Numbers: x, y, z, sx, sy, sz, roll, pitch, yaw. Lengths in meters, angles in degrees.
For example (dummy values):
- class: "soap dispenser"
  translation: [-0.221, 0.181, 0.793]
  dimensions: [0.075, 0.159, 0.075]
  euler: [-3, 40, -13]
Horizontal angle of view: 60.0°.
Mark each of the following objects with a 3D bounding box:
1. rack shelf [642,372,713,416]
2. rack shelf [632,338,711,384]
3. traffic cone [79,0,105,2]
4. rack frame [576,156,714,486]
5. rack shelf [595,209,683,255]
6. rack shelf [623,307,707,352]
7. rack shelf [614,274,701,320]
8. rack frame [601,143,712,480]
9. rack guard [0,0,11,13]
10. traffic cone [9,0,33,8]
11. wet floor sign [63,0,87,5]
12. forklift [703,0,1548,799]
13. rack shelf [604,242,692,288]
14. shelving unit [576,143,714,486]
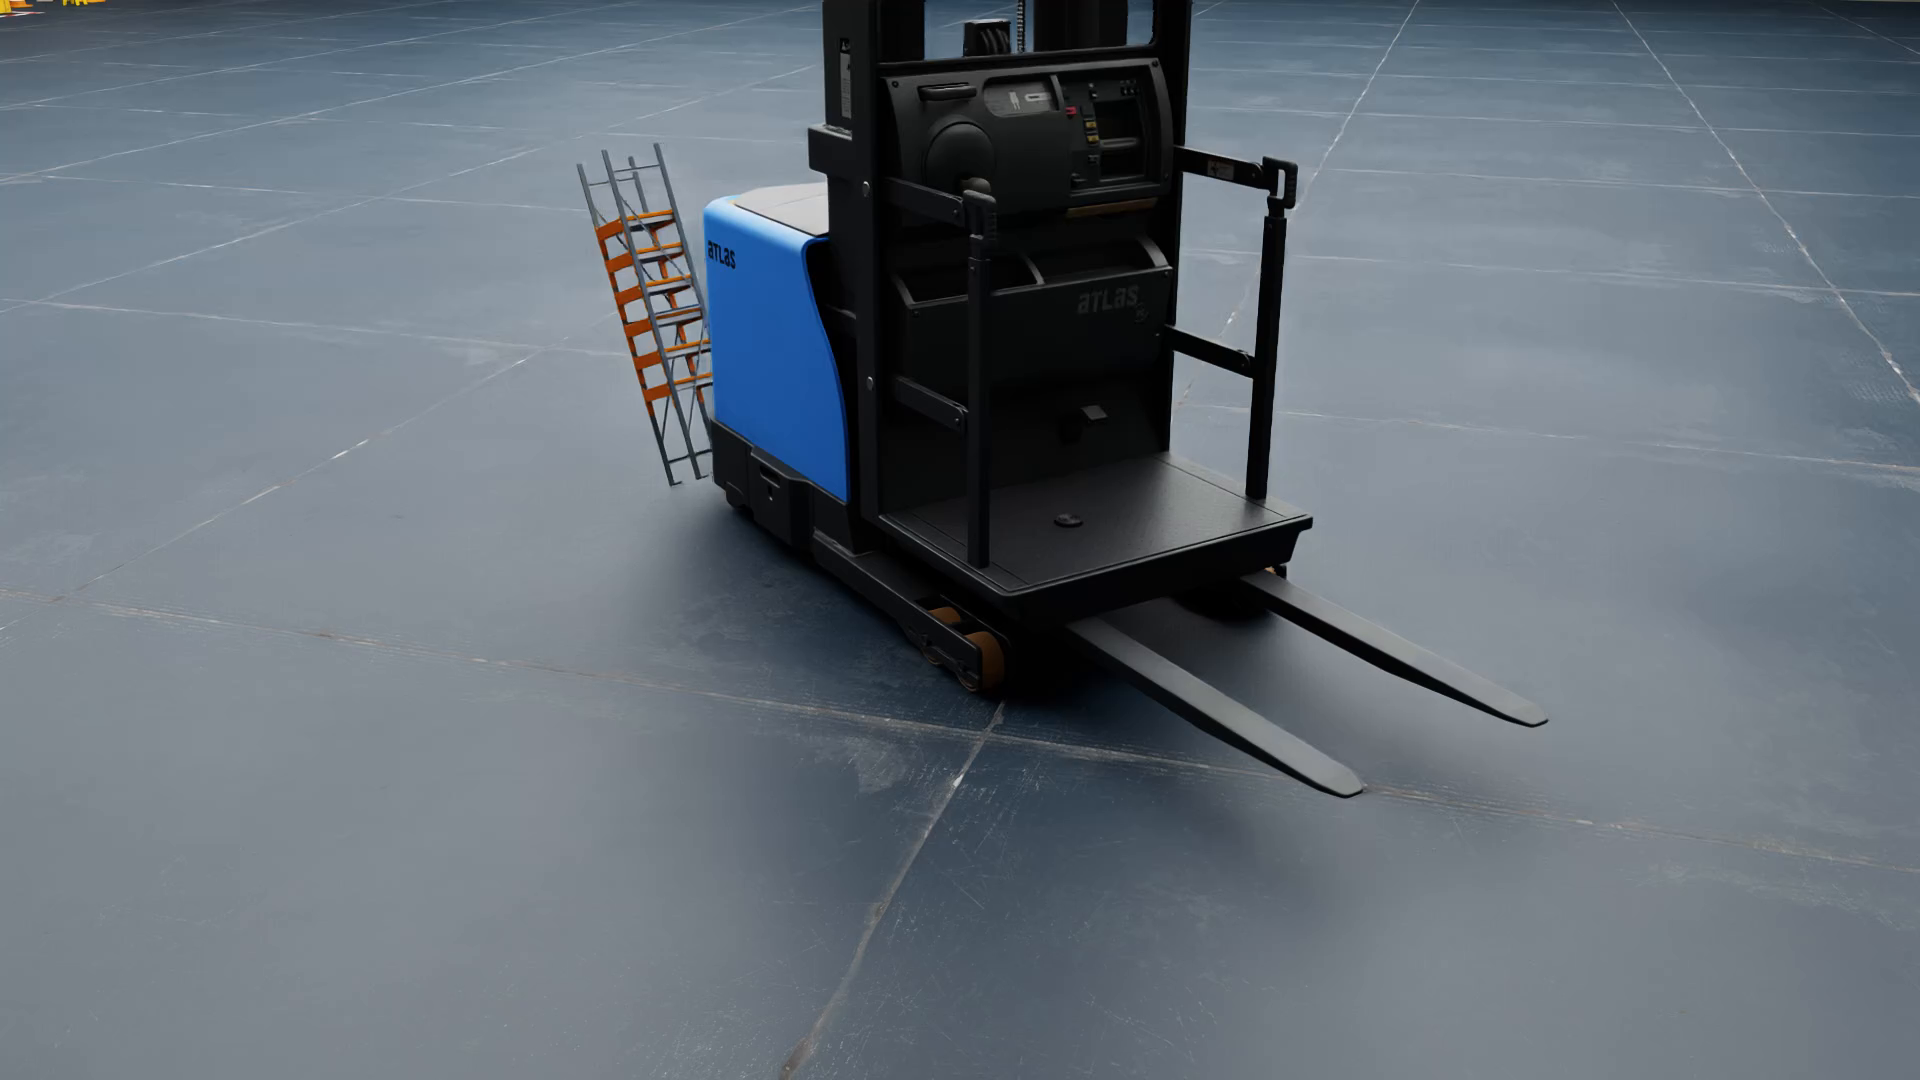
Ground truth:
- class: "rack shelf"
  translation: [-1.000, -0.541, 6.072]
  dimensions: [0.258, 0.103, 0.180]
  euler: [-21, 8, -41]
- class: "rack shelf"
  translation: [-1.032, -0.657, 6.059]
  dimensions: [0.258, 0.103, 0.180]
  euler: [-21, 8, -41]
- class: "traffic cone"
  translation: [-13.951, -8.860, 26.611]
  dimensions: [0.334, 0.463, 0.336]
  euler: [7, 23, 16]
- class: "rack frame"
  translation: [-1.134, -0.806, 6.110]
  dimensions: [0.240, 1.200, 0.006]
  euler: [-21, 8, -41]
- class: "rack shelf"
  translation: [-1.157, -1.117, 6.008]
  dimensions: [0.258, 0.103, 0.180]
  euler: [-21, 8, -41]
- class: "rack shelf"
  translation: [-1.063, -0.772, 6.046]
  dimensions: [0.258, 0.103, 0.180]
  euler: [-21, 8, -41]
- class: "rack shelf"
  translation: [-1.094, -0.887, 6.033]
  dimensions: [0.258, 0.103, 0.180]
  euler: [-21, 8, -41]
- class: "rack frame"
  translation: [-1.015, -0.823, 5.973]
  dimensions: [0.240, 1.200, 0.006]
  euler: [-21, 8, -41]
- class: "rack guard"
  translation: [-14.482, -7.927, 24.288]
  dimensions: [0.348, 0.500, 1.175]
  euler: [7, 23, 16]
- class: "traffic cone"
  translation: [-14.603, -8.487, 25.701]
  dimensions: [0.334, 0.463, 0.336]
  euler: [7, 23, 16]
- class: "wet floor sign"
  translation: [-13.905, -8.713, 26.013]
  dimensions: [0.232, 0.644, 0.267]
  euler: [3, 22, 6]
- class: "forklift"
  translation: [0.327, -1.139, 4.535]
  dimensions: [1.130, 2.935, 3.031]
  euler: [-13, 26, -29]
- class: "rack shelf"
  translation: [-1.126, -1.002, 6.021]
  dimensions: [0.258, 0.103, 0.180]
  euler: [-21, 8, -41]
- class: "shelving unit"
  translation: [-1.075, -0.814, 6.042]
  dimensions: [0.258, 1.200, 0.189]
  euler: [-21, 8, -41]
